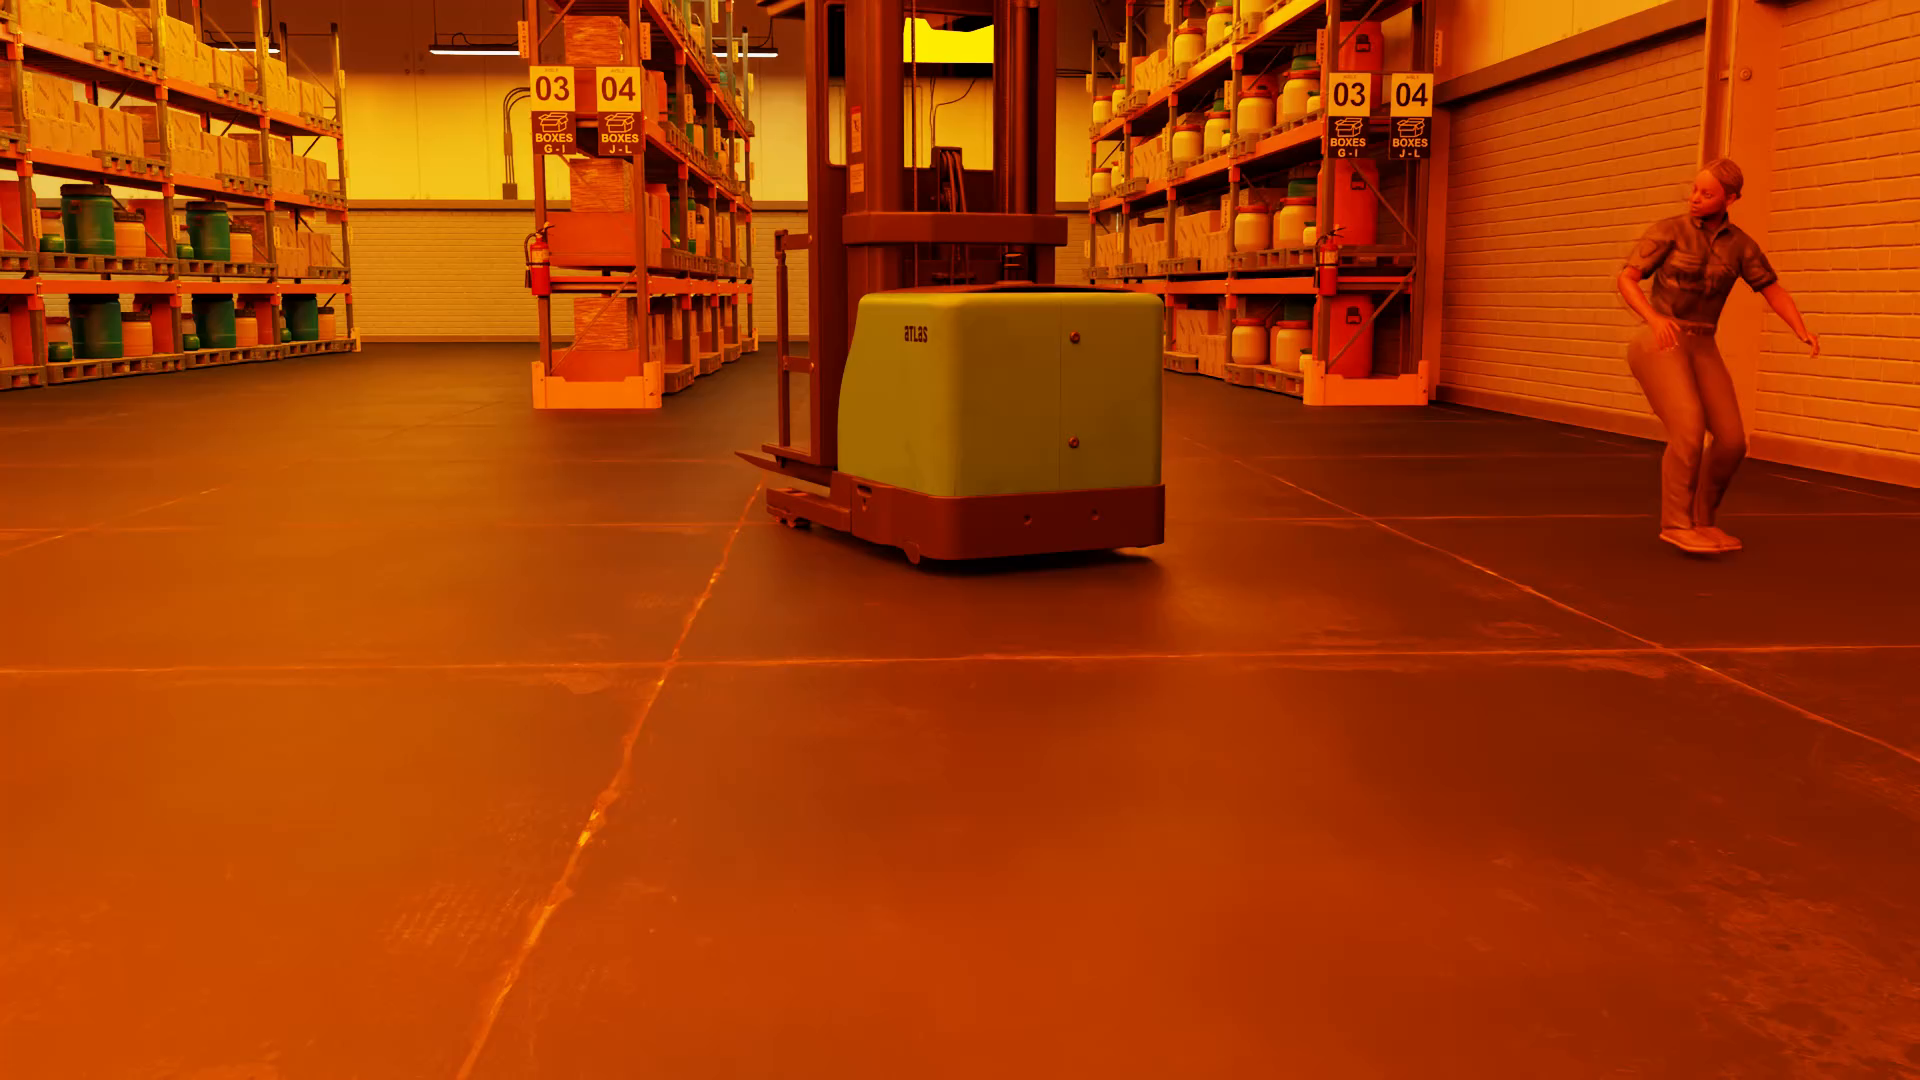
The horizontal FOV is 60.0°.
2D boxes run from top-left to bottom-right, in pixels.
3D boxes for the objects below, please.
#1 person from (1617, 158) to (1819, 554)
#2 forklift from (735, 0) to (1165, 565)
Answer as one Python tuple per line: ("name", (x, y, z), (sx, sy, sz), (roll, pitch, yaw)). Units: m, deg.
("person", (3.066, -0.735, 6.781), (0.695, 1.613, 0.621), (-2, 9, -16))
("forklift", (-0.264, -1.530, 7.637), (1.130, 2.935, 3.031), (-4, 9, -25))
